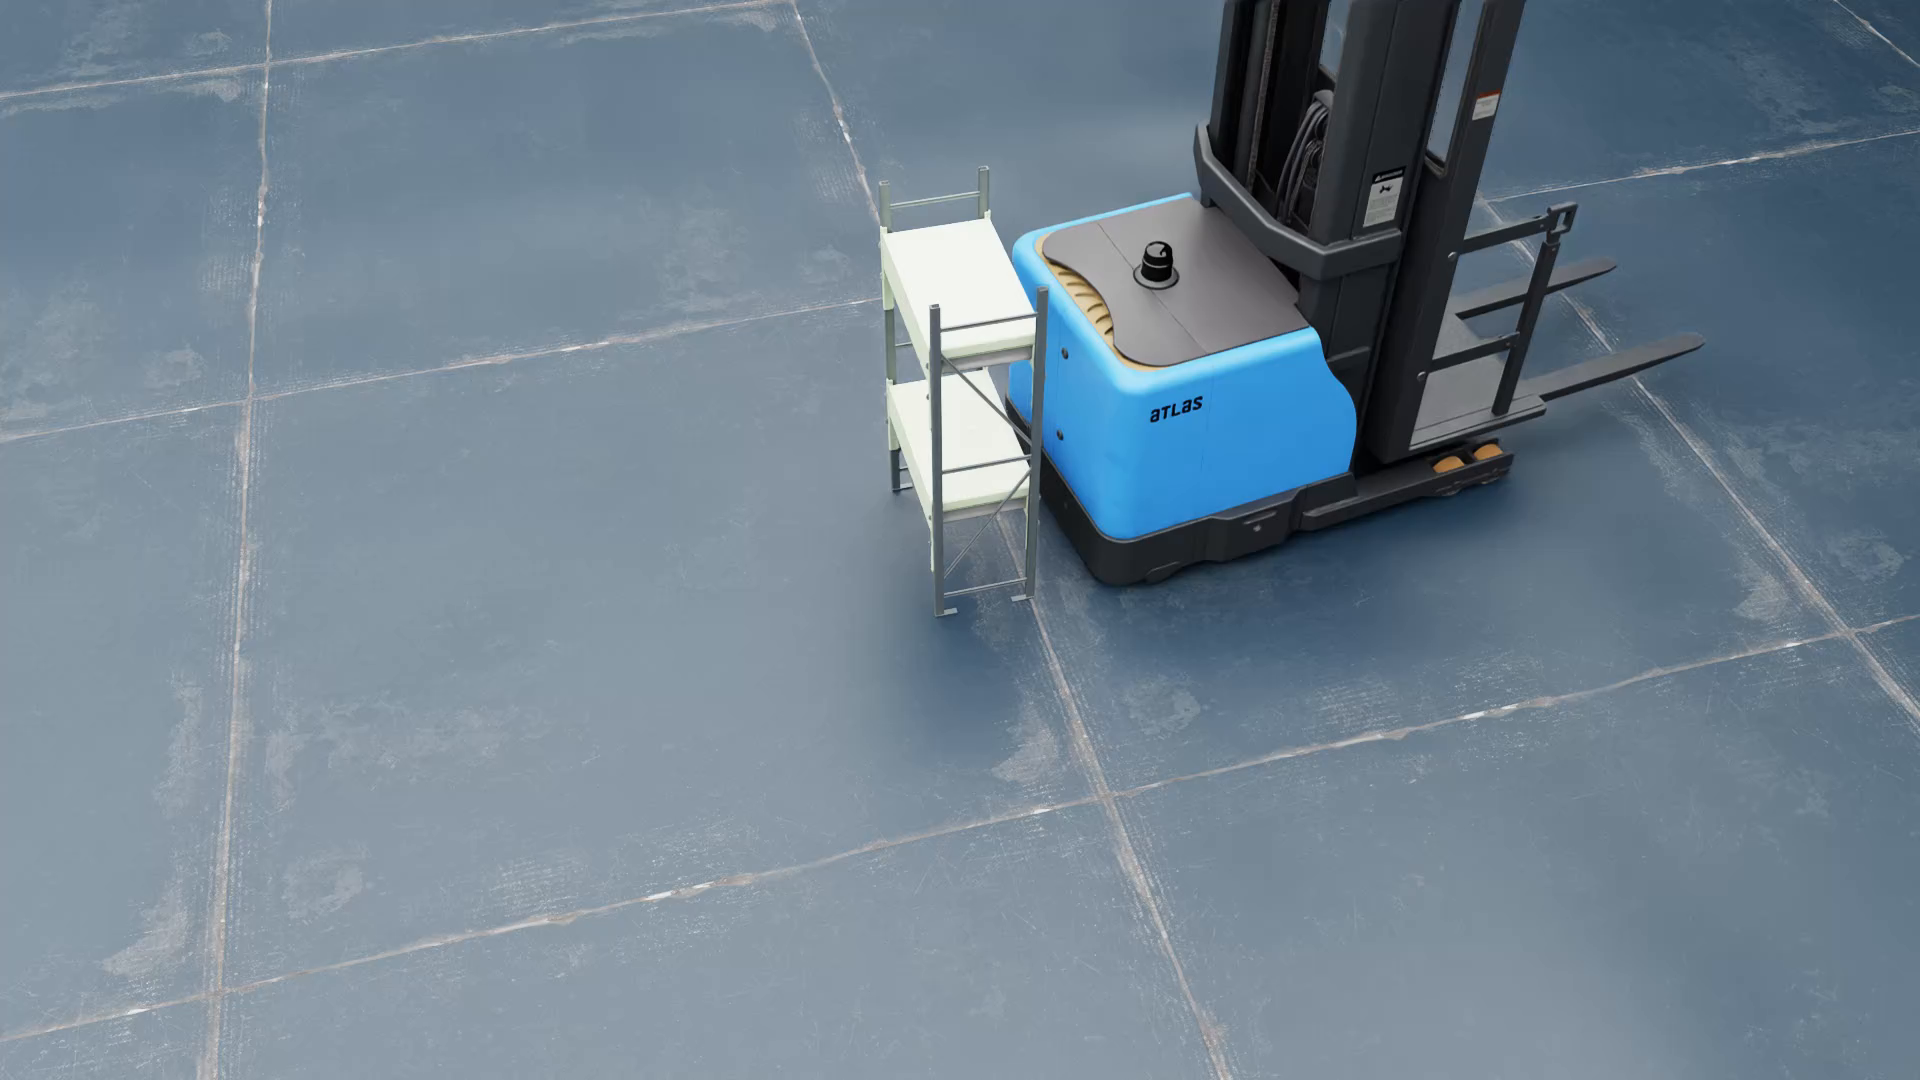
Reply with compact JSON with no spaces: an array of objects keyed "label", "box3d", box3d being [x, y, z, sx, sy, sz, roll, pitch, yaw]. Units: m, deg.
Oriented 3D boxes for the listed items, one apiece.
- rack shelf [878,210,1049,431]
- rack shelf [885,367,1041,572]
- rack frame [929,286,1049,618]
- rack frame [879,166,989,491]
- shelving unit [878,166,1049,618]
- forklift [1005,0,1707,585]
[{"label":"rack shelf","box3d":[0.002,-0.793,5.931,0.431,0.370,0.720,-11,47,-10]},{"label":"rack shelf","box3d":[0.002,-0.292,6.443,0.431,0.370,0.720,-11,47,-10]},{"label":"rack frame","box3d":[0.095,-0.268,5.962,0.400,1.500,0.023,-11,47,-10]},{"label":"rack frame","box3d":[-0.092,-0.773,6.457,0.400,1.500,0.023,-11,47,-10]},{"label":"shelving unit","box3d":[0.002,-0.520,6.210,0.431,1.500,0.755,-11,47,-10]},{"label":"forklift","box3d":[1.755,-1.541,6.208,3.031,2.935,1.130,-17,48,-16]}]
